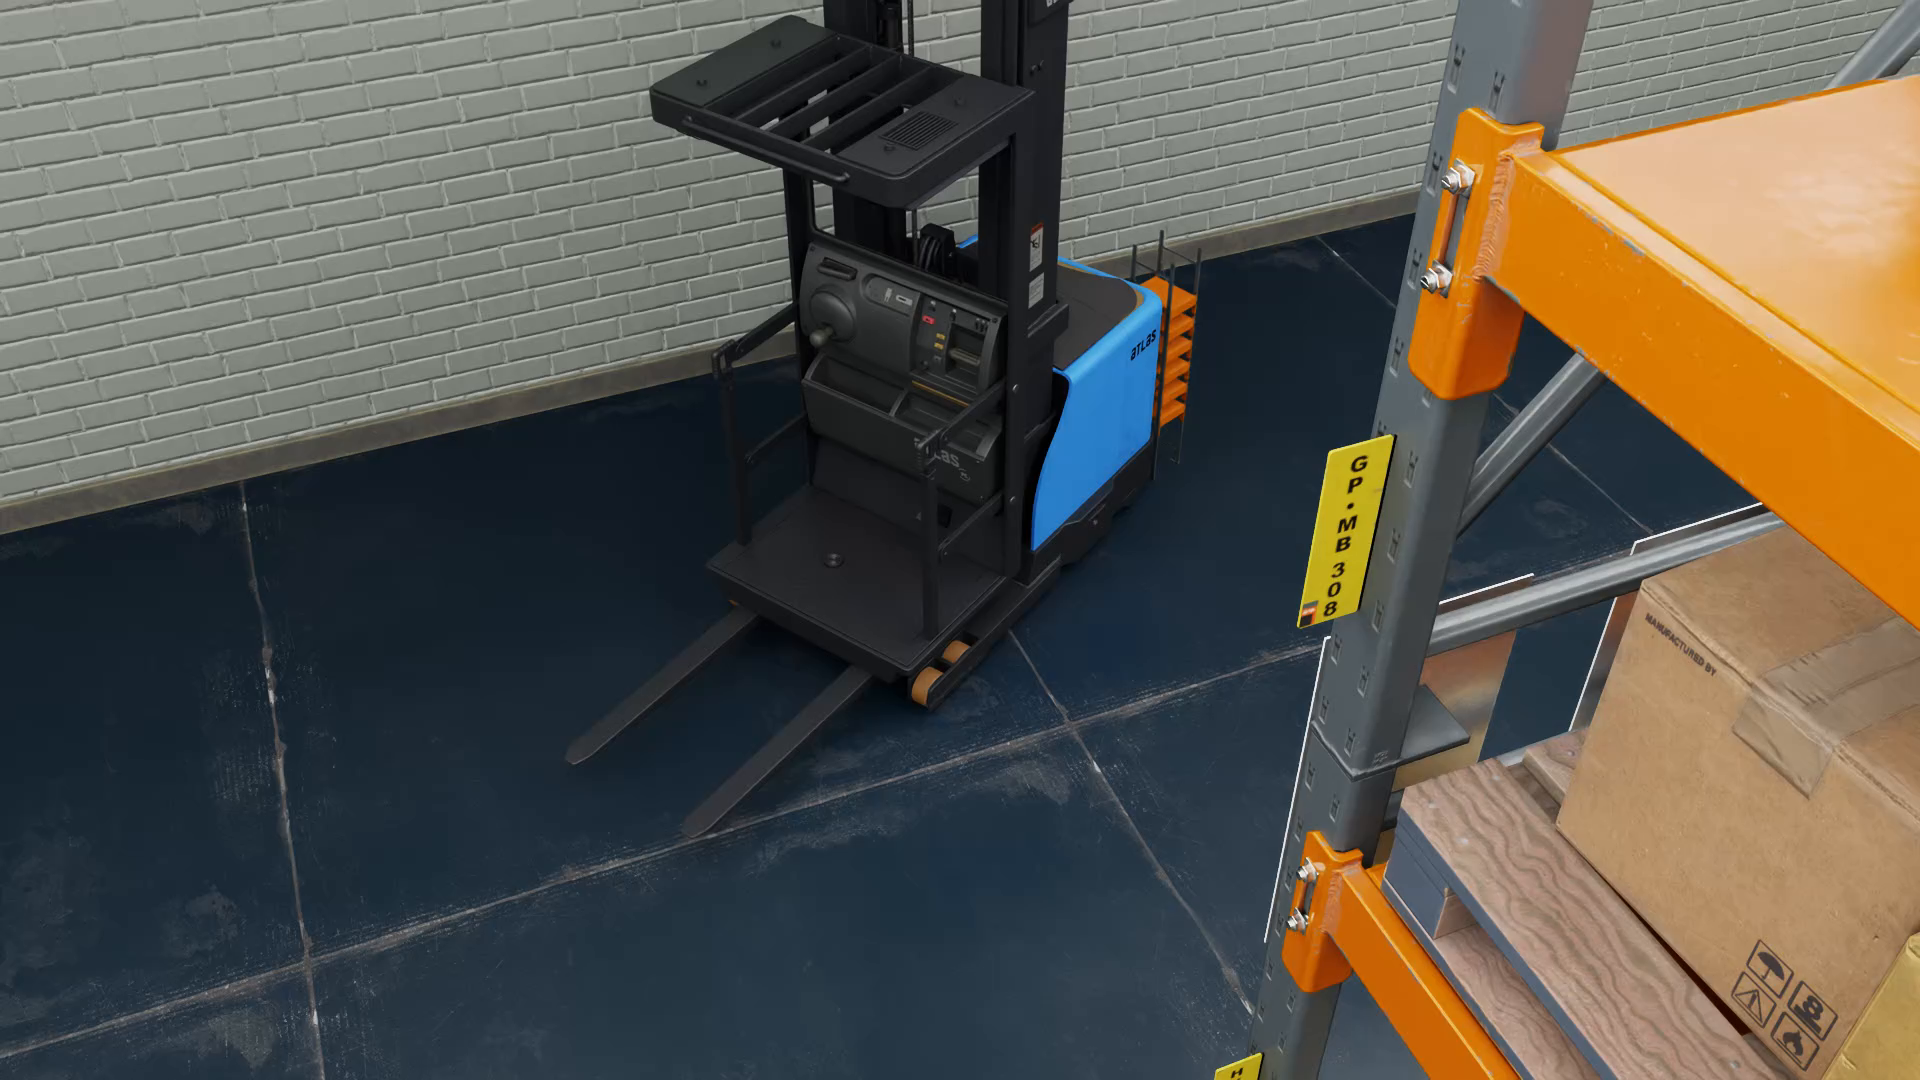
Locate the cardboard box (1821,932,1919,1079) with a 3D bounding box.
[{"bbox_3d":[1.408,0.654,1.832,0.700,0.500,0.500,-17,43,-18],"label":"cardboard box"}]

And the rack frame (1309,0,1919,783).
[{"bbox_3d":[1.056,-0.917,1.834,1.000,3.000,0.127,-15,43,-17],"label":"rack frame"}]

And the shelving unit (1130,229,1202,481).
[{"bbox_3d":[0.916,-0.838,7.723,0.189,1.200,0.258,-32,50,-32],"label":"shelving unit"}]

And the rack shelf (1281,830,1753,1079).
[{"bbox_3d":[1.821,1.698,1.645,1.077,0.370,4.000,-15,43,-17],"label":"rack shelf"}]

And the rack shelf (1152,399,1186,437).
[{"bbox_3d":[0.916,-0.623,7.909,0.180,0.103,0.258,-32,50,-32],"label":"rack shelf"}]

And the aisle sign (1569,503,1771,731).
[{"bbox_3d":[1.305,0.253,3.080,0.394,0.787,0.004,-15,43,-17],"label":"aisle sign"}]

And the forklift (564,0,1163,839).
[{"bbox_3d":[-0.363,-0.782,6.330,1.130,2.935,3.031,25,47,26],"label":"forklift"}]

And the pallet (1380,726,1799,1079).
[{"bbox_3d":[1.349,0.698,2.324,1.003,0.211,1.213,-15,43,-17],"label":"pallet"}]

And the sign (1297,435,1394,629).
[{"bbox_3d":[0.541,-0.007,2.344,0.100,0.325,0.005,-15,43,-17],"label":"sign"}]

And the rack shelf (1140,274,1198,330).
[{"bbox_3d":[0.916,-1.078,7.517,0.180,0.103,0.258,-32,50,-32],"label":"rack shelf"}]

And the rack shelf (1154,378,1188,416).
[{"bbox_3d":[0.916,-0.714,7.830,0.180,0.103,0.258,-32,50,-32],"label":"rack shelf"}]

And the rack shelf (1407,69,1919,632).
[{"bbox_3d":[1.821,0.712,0.798,1.077,0.370,4.000,-15,43,-17],"label":"rack shelf"}]

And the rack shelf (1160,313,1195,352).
[{"bbox_3d":[0.916,-0.987,7.596,0.180,0.103,0.258,-32,50,-32],"label":"rack shelf"}]

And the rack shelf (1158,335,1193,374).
[{"bbox_3d":[0.916,-0.896,7.674,0.180,0.103,0.258,-32,50,-32],"label":"rack shelf"}]

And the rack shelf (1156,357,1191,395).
[{"bbox_3d":[0.916,-0.805,7.752,0.180,0.103,0.258,-32,50,-32],"label":"rack shelf"}]

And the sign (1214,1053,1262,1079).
[{"bbox_3d":[0.541,1.134,3.325,0.100,0.325,0.005,-15,43,-17],"label":"sign"}]

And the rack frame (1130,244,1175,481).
[{"bbox_3d":[0.850,-0.797,7.675,0.006,1.200,0.240,-32,50,-32],"label":"rack frame"}]

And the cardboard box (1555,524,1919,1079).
[{"bbox_3d":[1.304,0.285,2.261,0.700,0.500,0.500,-18,44,-19],"label":"cardboard box"}]

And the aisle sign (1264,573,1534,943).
[{"bbox_3d":[0.751,0.403,2.905,0.394,0.787,0.004,-15,43,-17],"label":"aisle sign"}]

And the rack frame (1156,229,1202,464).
[{"bbox_3d":[0.982,-0.880,7.771,0.006,1.200,0.240,-32,50,-32],"label":"rack frame"}]

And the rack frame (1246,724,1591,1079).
[{"bbox_3d":[1.056,1.357,3.790,1.000,3.000,0.127,-15,43,-17],"label":"rack frame"}]
